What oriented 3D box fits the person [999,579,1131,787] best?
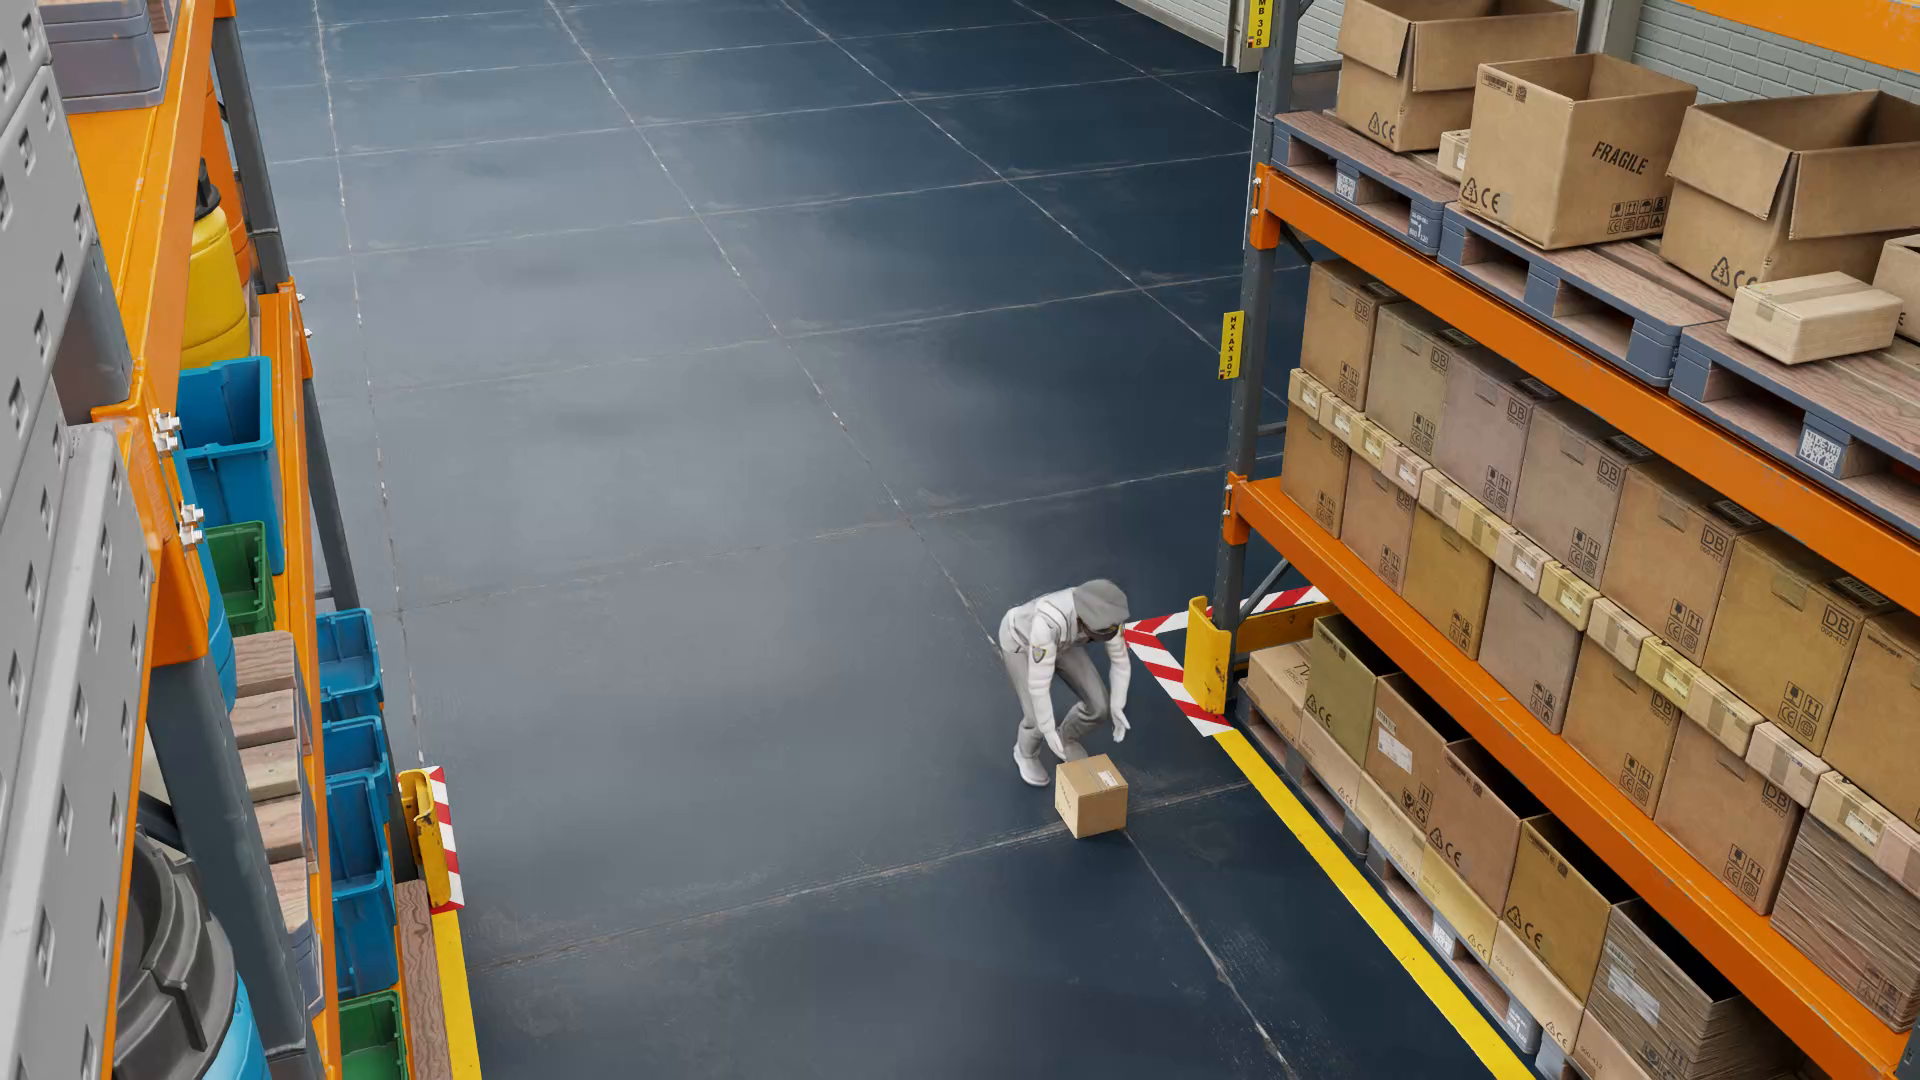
[{"bbox_3d":[0.504,0.607,7.776,0.522,1.180,0.796,-12,32,-19],"label":"person"}]
